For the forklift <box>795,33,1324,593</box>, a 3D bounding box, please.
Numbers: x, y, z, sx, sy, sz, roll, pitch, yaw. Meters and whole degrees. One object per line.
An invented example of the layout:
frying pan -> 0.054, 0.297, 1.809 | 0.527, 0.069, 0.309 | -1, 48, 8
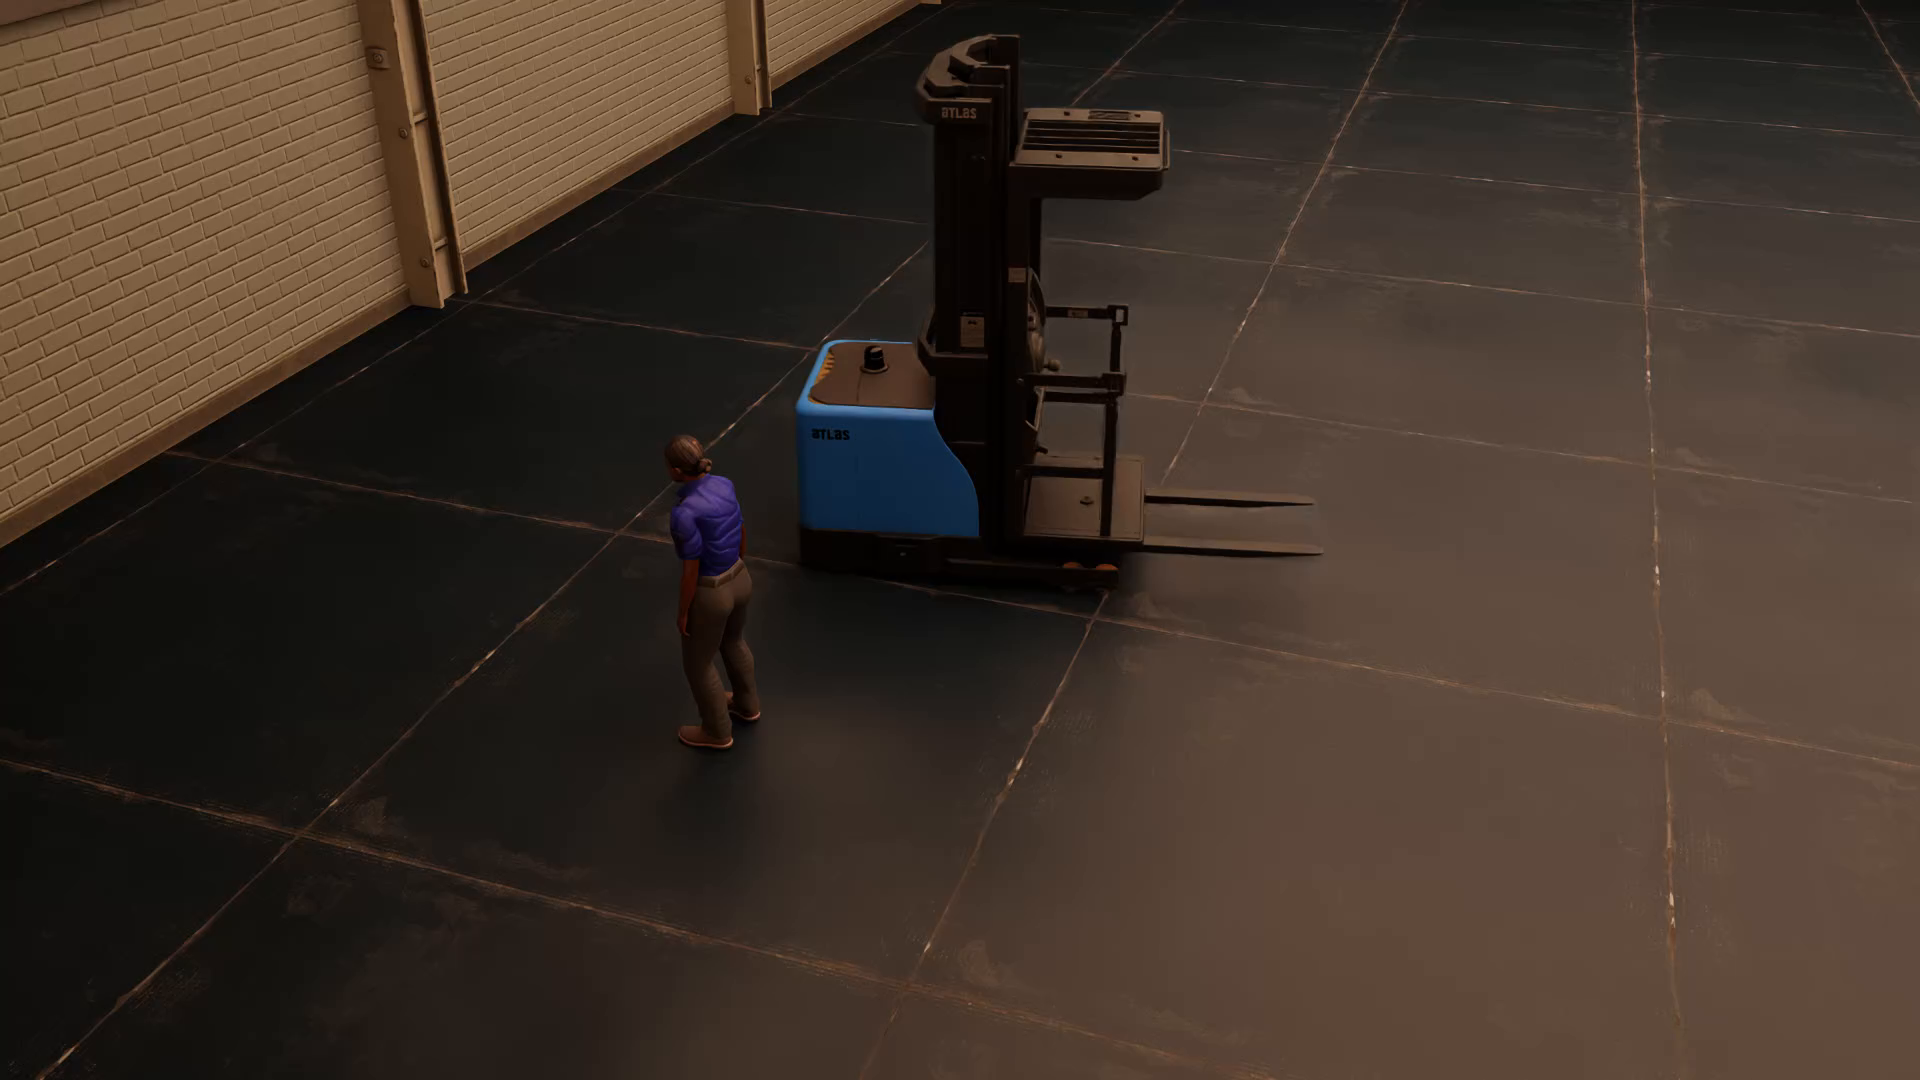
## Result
forklift -> 0.612, -1.246, 9.323 | 3.031, 2.935, 1.130 | 3, 30, 5

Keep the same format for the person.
person -> -1.198, 0.251, 8.003 | 0.350, 1.638, 0.512 | 15, 33, 24
